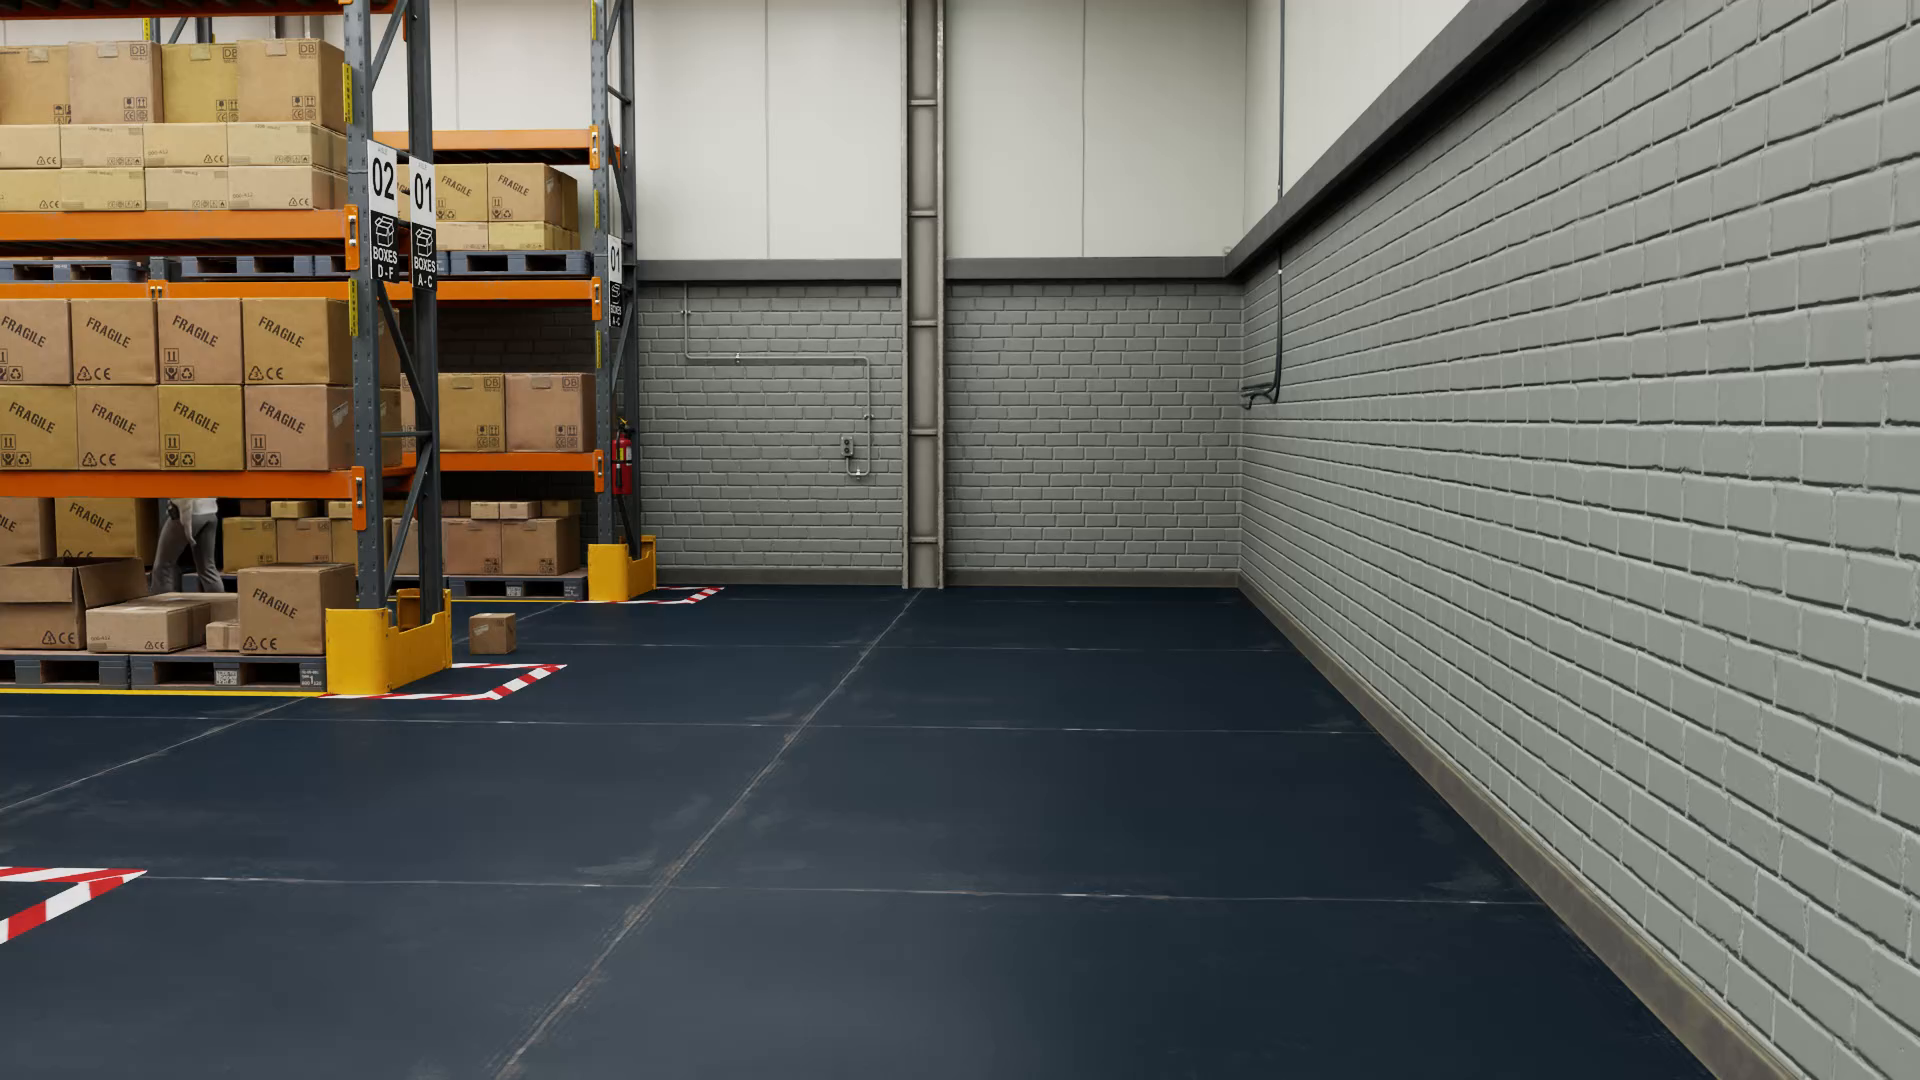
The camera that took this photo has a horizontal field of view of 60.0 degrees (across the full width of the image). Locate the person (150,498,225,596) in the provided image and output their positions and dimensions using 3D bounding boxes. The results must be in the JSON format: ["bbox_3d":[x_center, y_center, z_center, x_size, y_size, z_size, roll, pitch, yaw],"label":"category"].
[{"bbox_3d":[-5.725,-0.127,12.203,0.675,1.722,0.490,1,4,11],"label":"person"}]
